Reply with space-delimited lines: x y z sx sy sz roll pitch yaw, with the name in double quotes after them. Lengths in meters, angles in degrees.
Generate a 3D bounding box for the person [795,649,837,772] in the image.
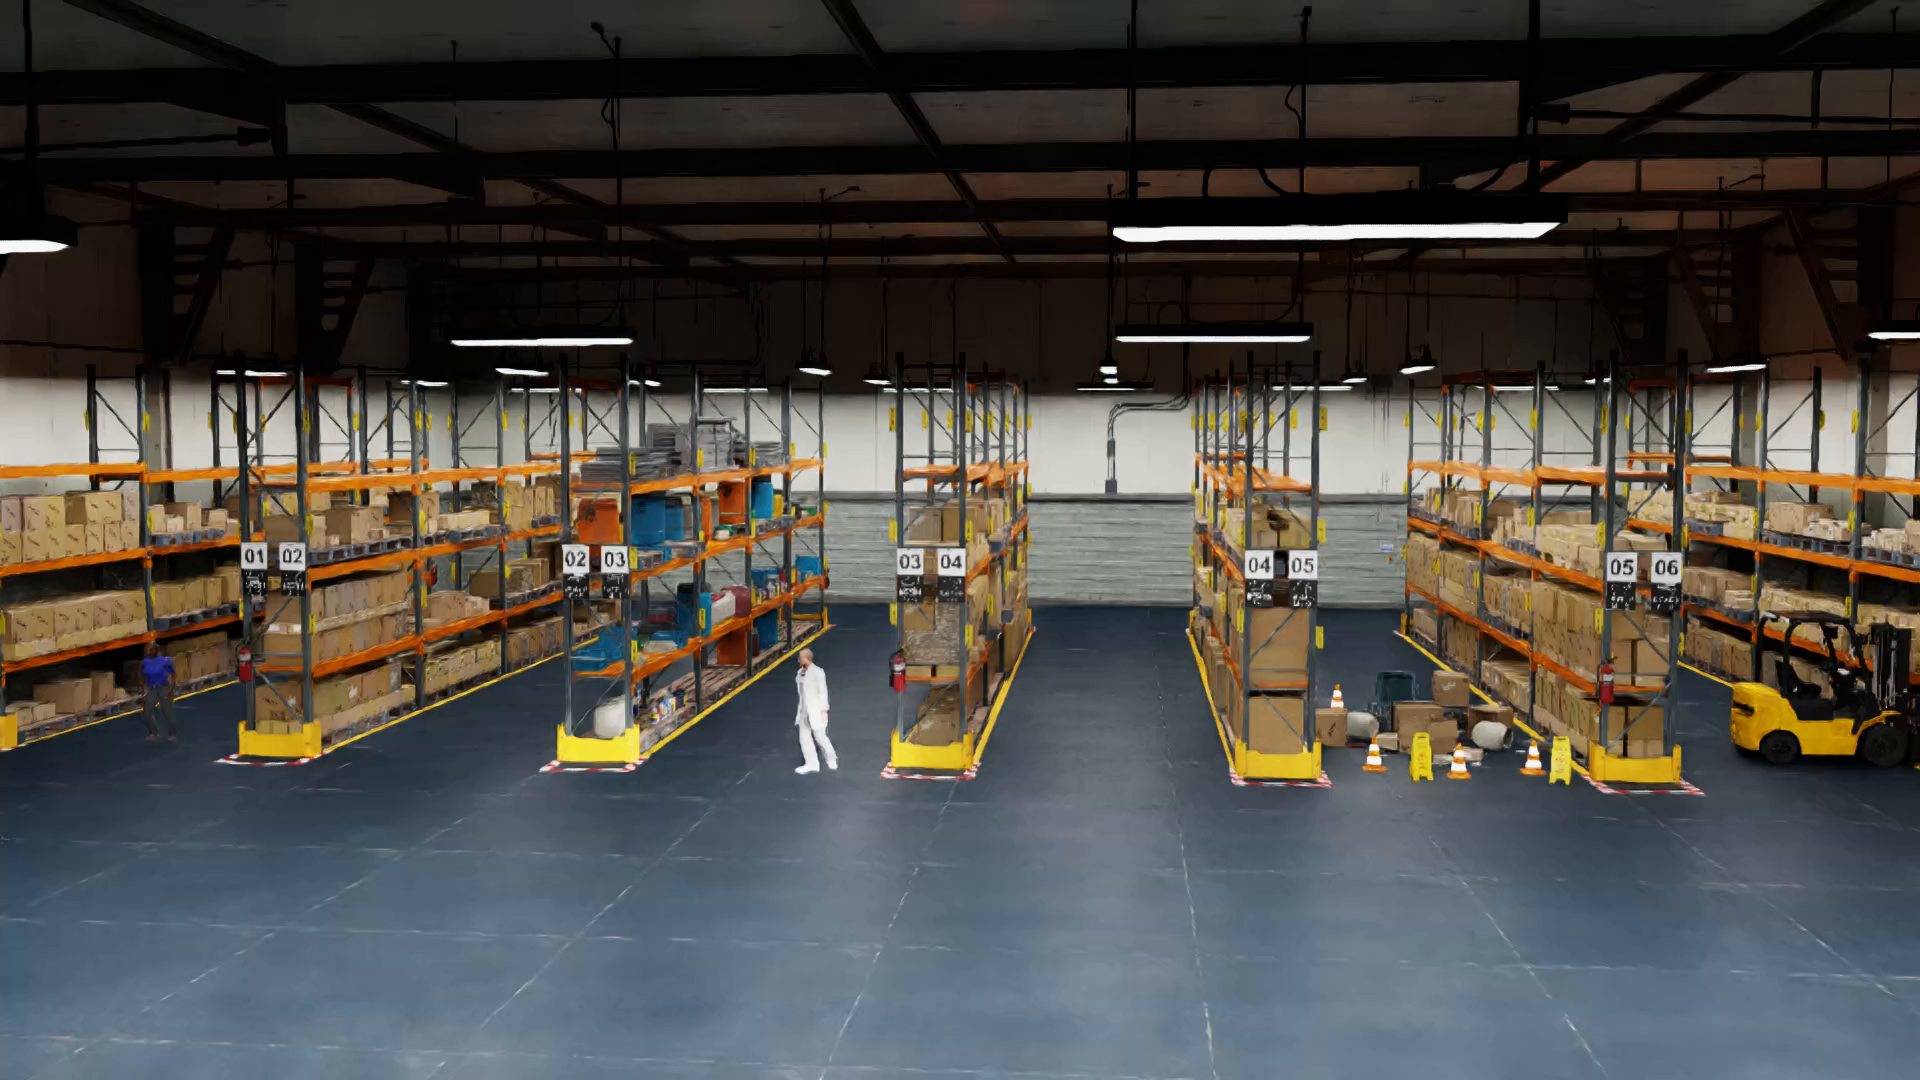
-2.065 2.430 23.852 0.620 1.770 0.621 4 6 43 "person"

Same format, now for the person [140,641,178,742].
-12.515 2.363 25.986 0.593 1.603 0.515 0 4 3 "person"
